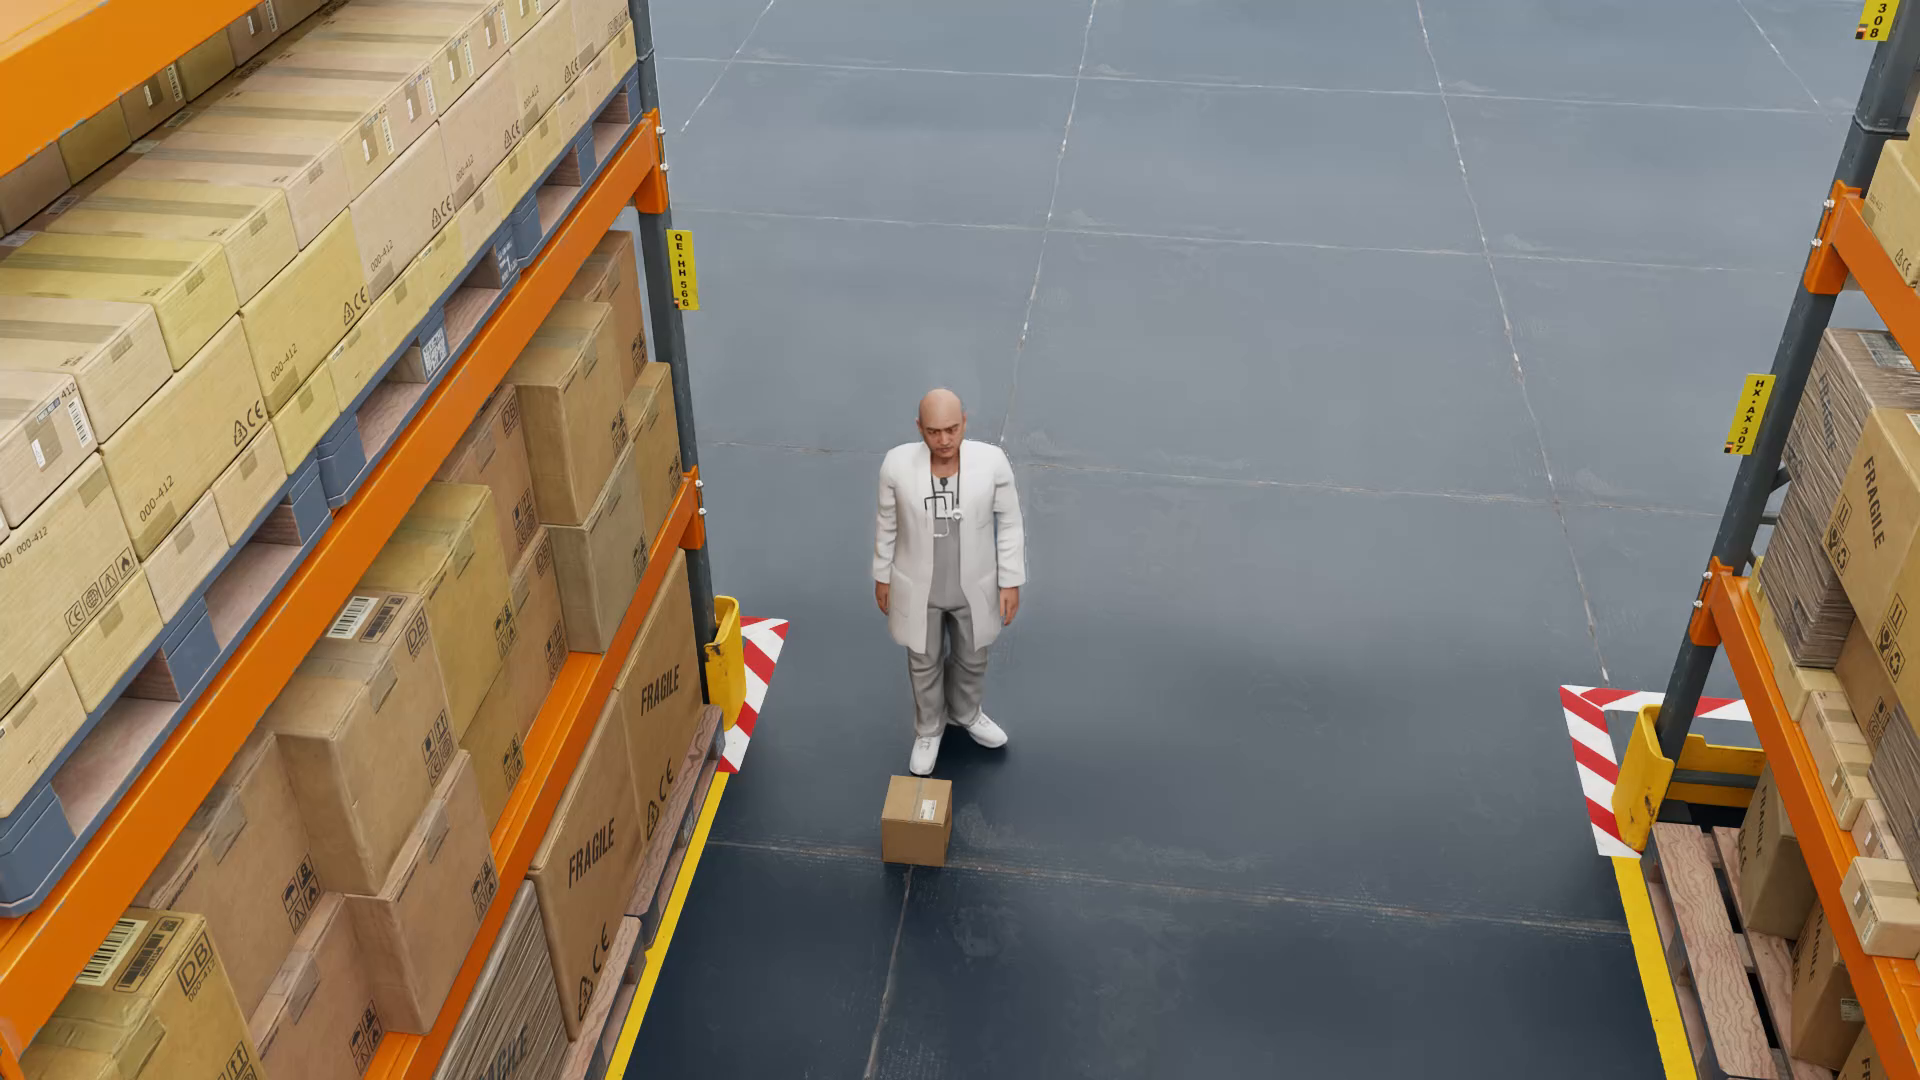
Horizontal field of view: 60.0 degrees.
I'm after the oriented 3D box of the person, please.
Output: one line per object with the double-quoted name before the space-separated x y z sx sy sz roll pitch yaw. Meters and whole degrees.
"person" -0.048 0.175 6.782 0.630 1.776 0.450 -1 36 -2
